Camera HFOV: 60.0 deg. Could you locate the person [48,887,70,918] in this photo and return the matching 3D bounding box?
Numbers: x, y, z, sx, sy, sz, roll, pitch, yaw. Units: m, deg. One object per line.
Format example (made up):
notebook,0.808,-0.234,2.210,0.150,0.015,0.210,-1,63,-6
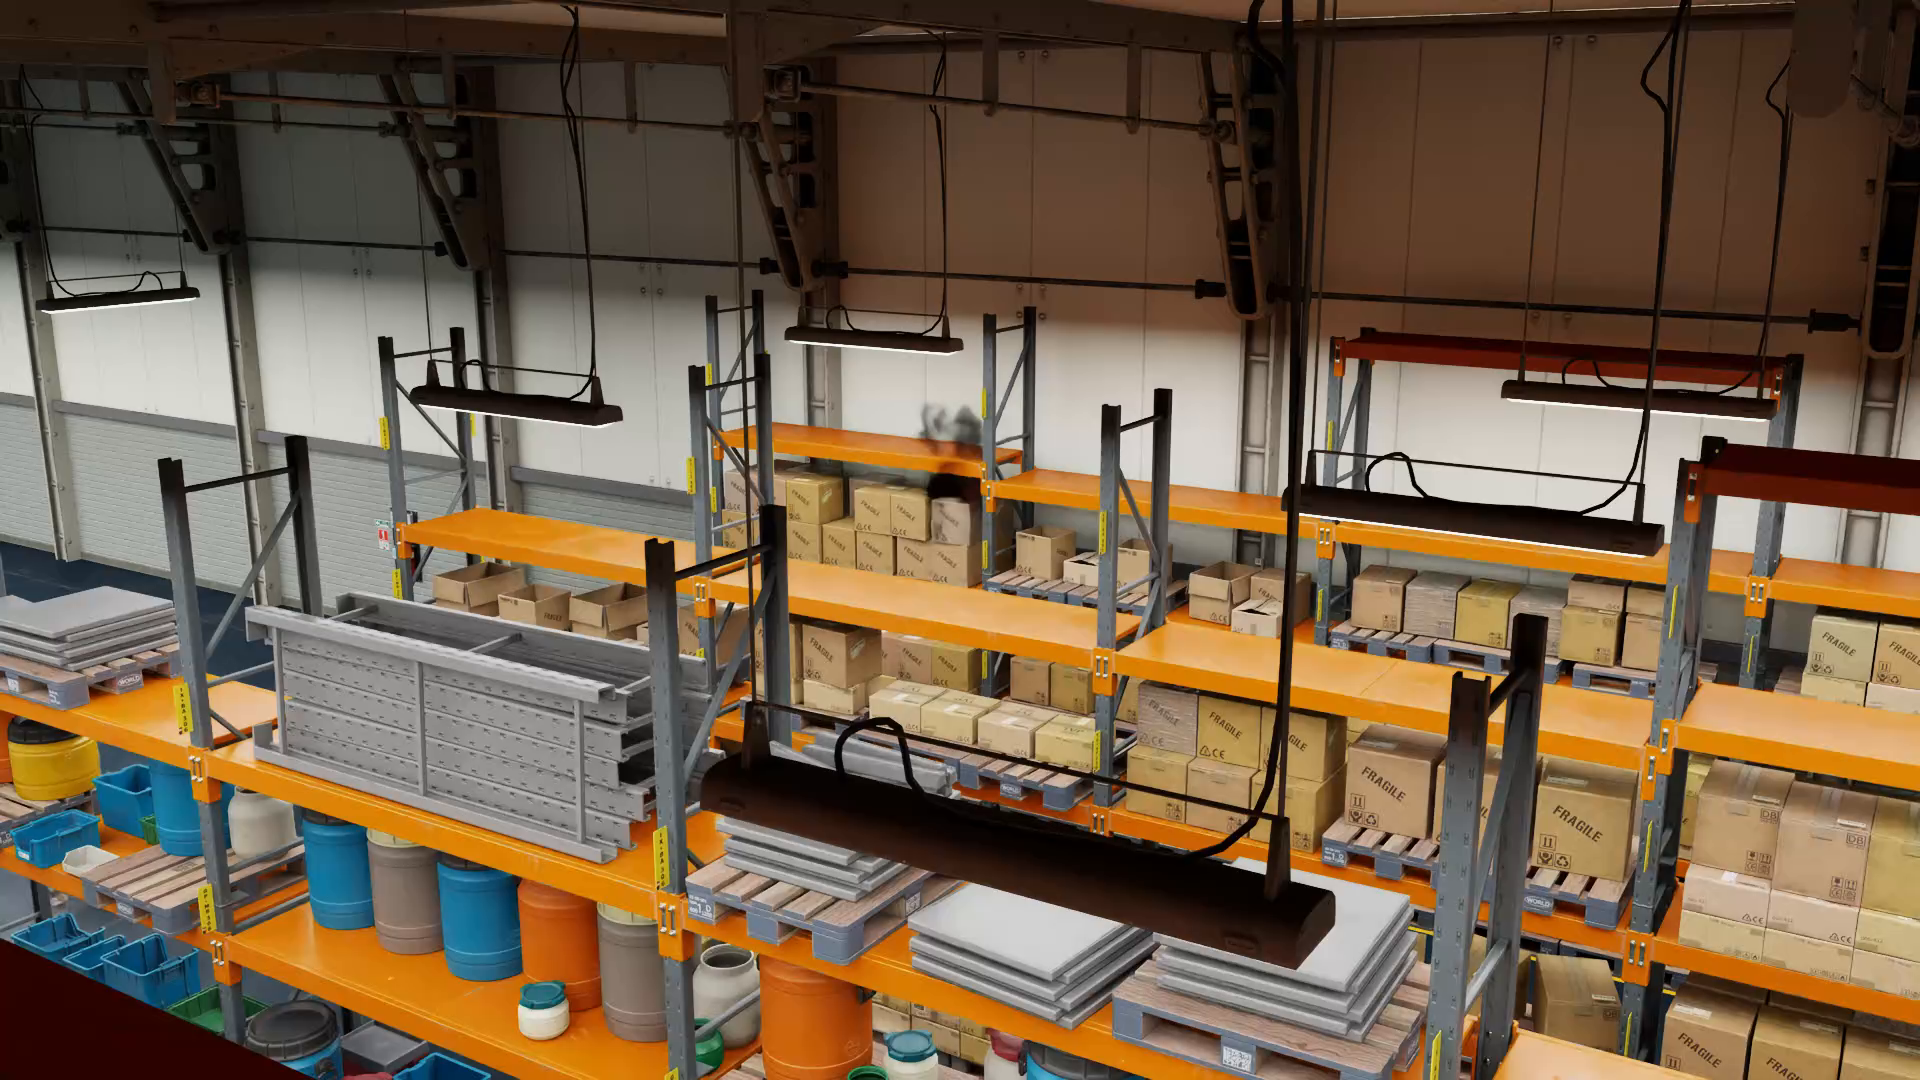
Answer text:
person,-9.266,3.056,17.268,0.755,1.812,0.670,-6,15,-24
